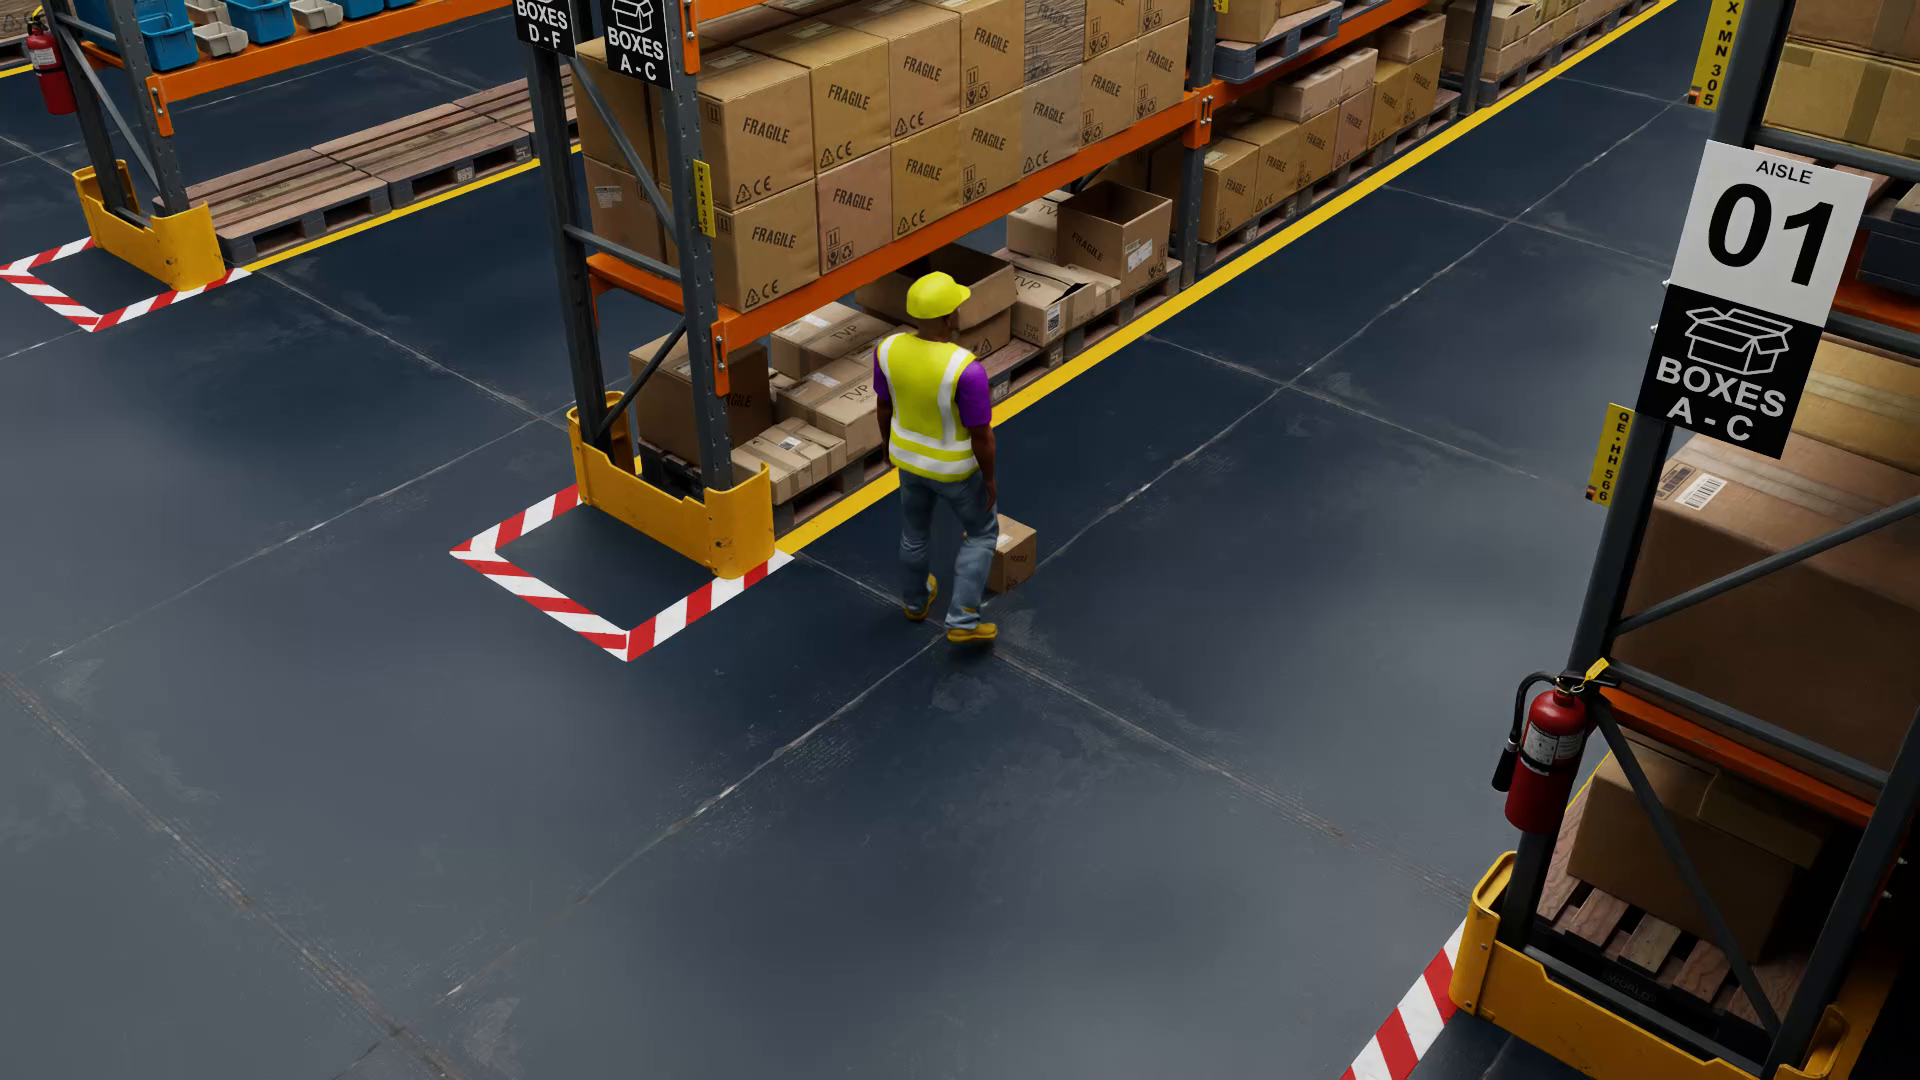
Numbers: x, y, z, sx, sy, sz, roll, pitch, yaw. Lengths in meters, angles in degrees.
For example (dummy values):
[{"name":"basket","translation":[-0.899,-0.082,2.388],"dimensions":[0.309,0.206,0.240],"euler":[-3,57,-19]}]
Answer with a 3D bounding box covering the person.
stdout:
[{"name":"person","translation":[-0.097,-0.348,7.242],"dimensions":[0.642,1.773,0.476],"euler":[18,39,24]}]
